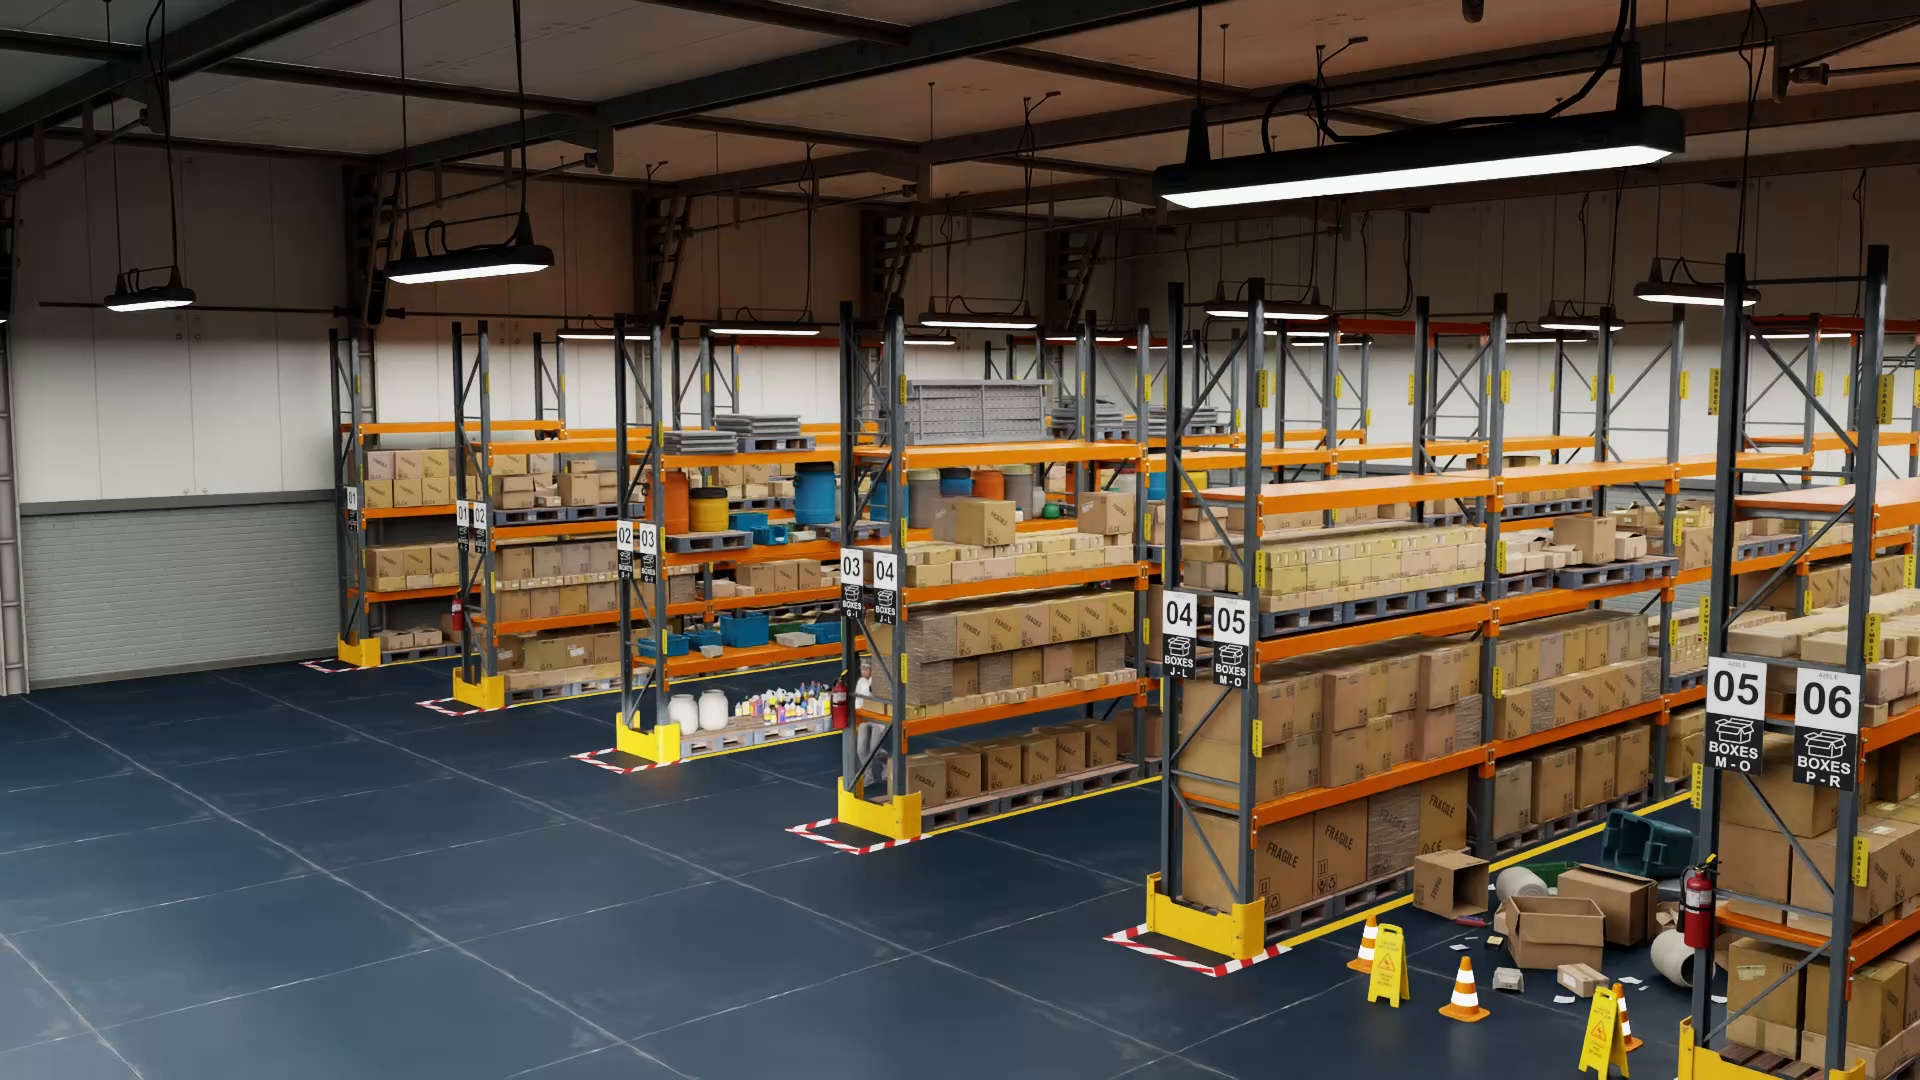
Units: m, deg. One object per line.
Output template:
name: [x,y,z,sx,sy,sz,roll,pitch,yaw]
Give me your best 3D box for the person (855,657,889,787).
person: [-1.070,2.279,21.021,0.583,1.659,0.548,4,7,38]
